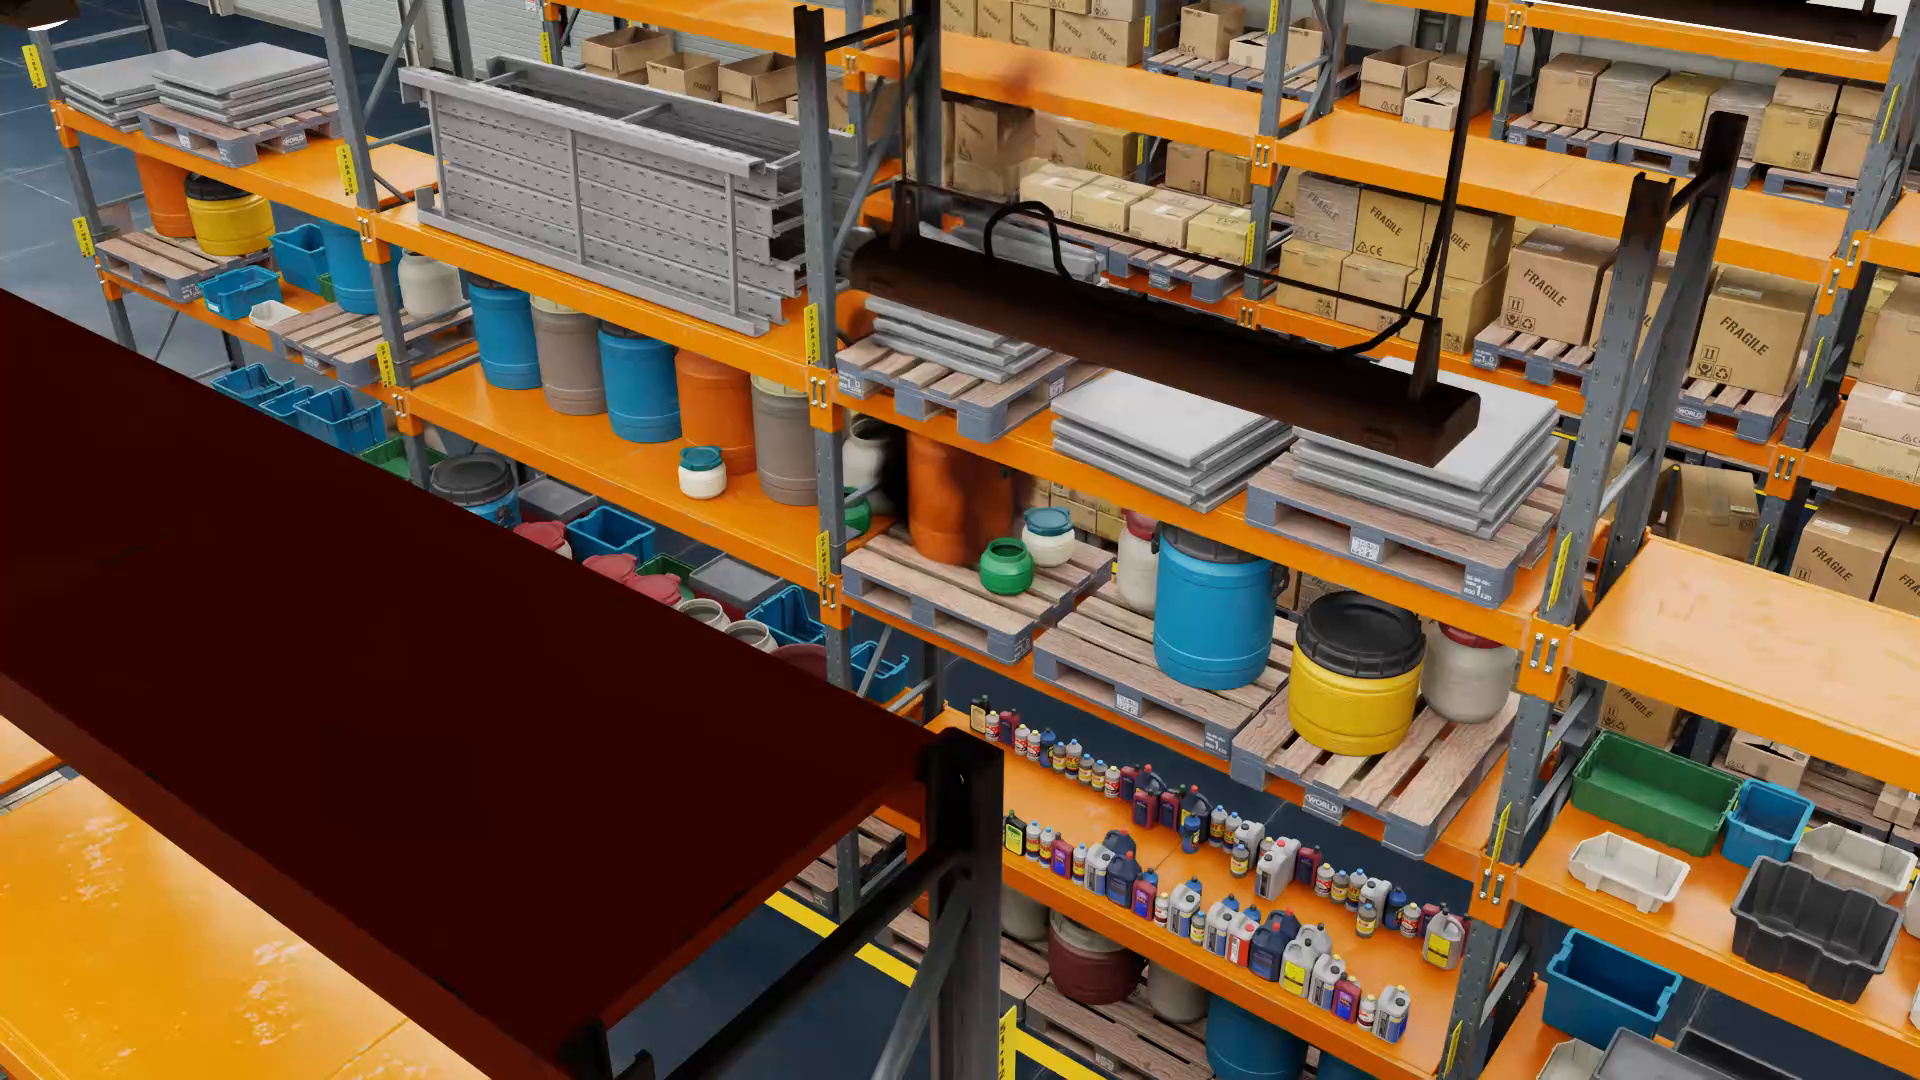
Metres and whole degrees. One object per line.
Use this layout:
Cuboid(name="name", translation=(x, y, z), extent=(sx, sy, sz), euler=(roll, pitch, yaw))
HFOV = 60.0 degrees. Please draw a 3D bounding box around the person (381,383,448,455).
Cuboid(name="person", translation=(-5.270, -1.314, 15.813), extent=(0.743, 1.786, 0.689), euler=(19, 36, 28))
